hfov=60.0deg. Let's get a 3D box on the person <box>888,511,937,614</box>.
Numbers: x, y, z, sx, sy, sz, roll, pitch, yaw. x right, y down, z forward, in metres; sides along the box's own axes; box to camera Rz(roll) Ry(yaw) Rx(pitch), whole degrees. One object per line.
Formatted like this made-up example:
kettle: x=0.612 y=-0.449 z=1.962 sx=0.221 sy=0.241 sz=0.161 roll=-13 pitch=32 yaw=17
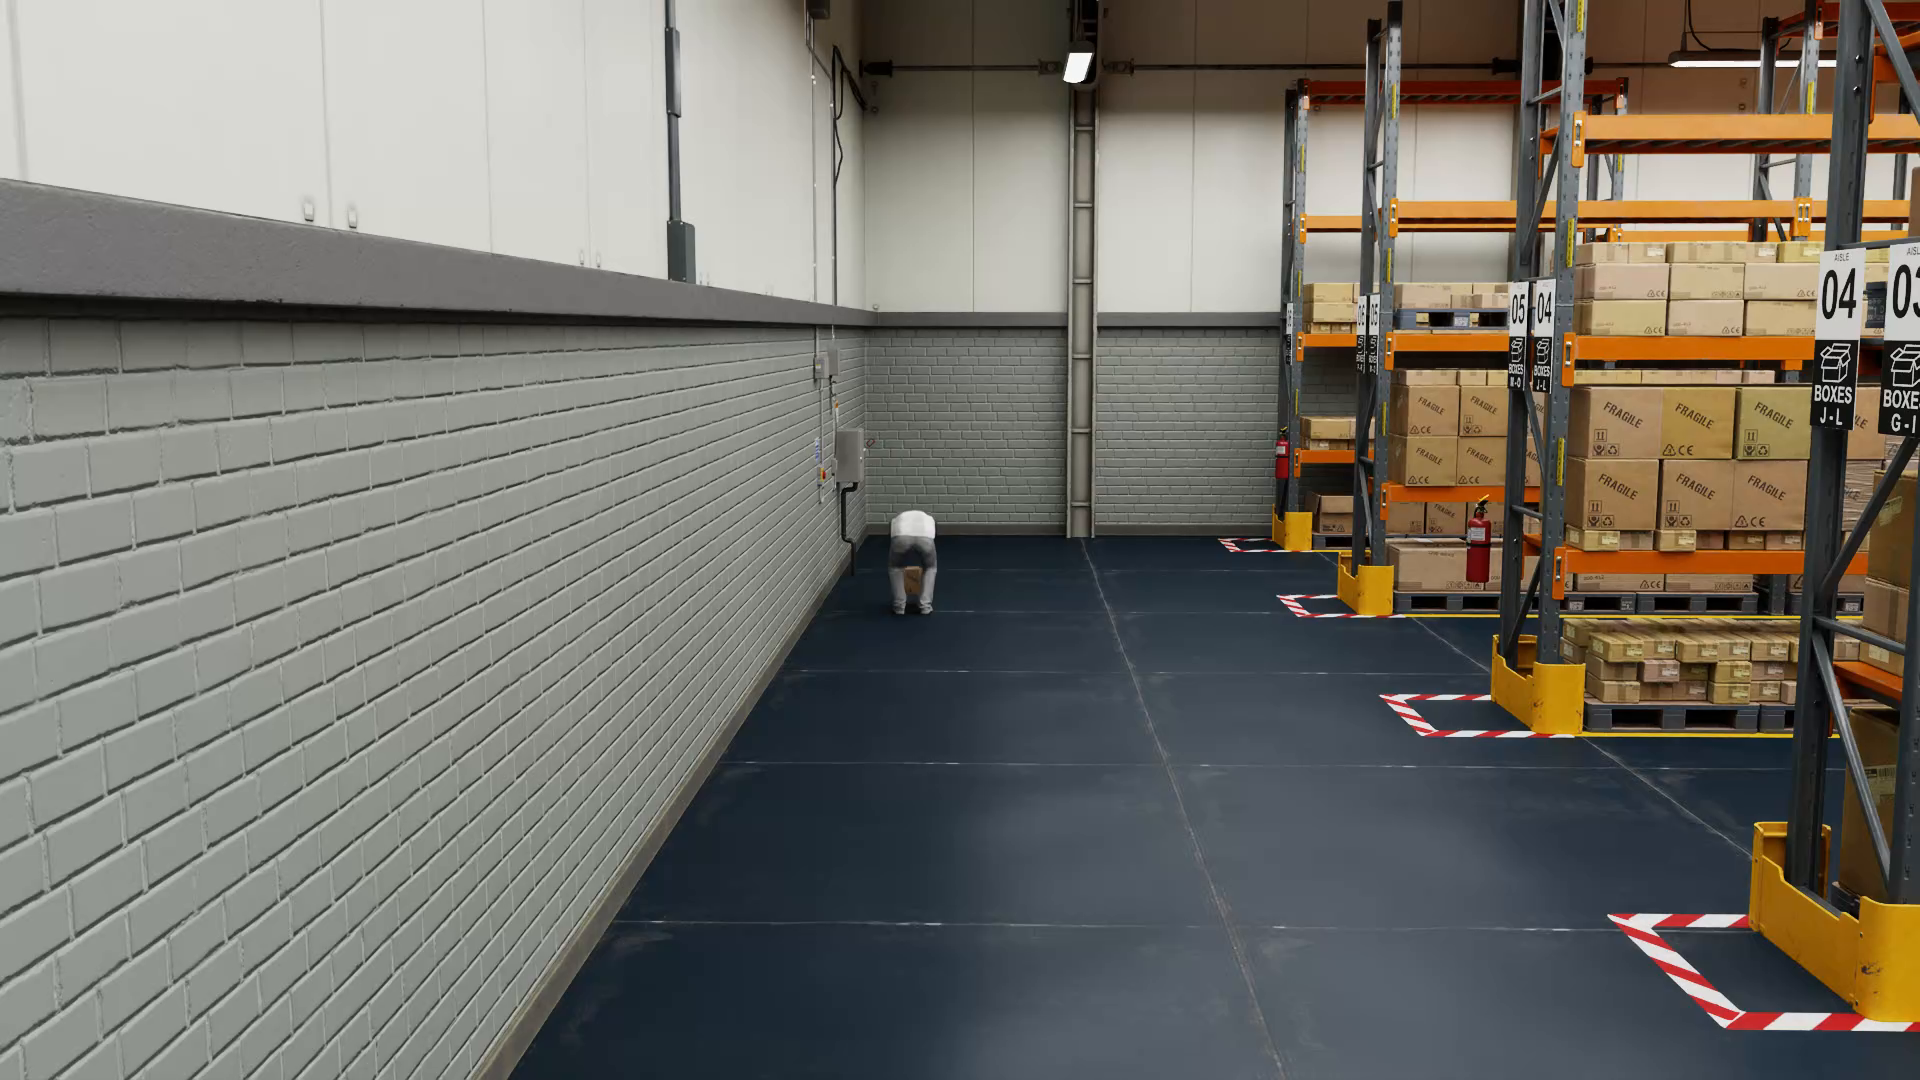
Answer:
person: x=-0.488 y=0.196 z=17.036 sx=0.495 sy=1.041 sz=1.005 roll=0 pitch=7 yaw=-1
